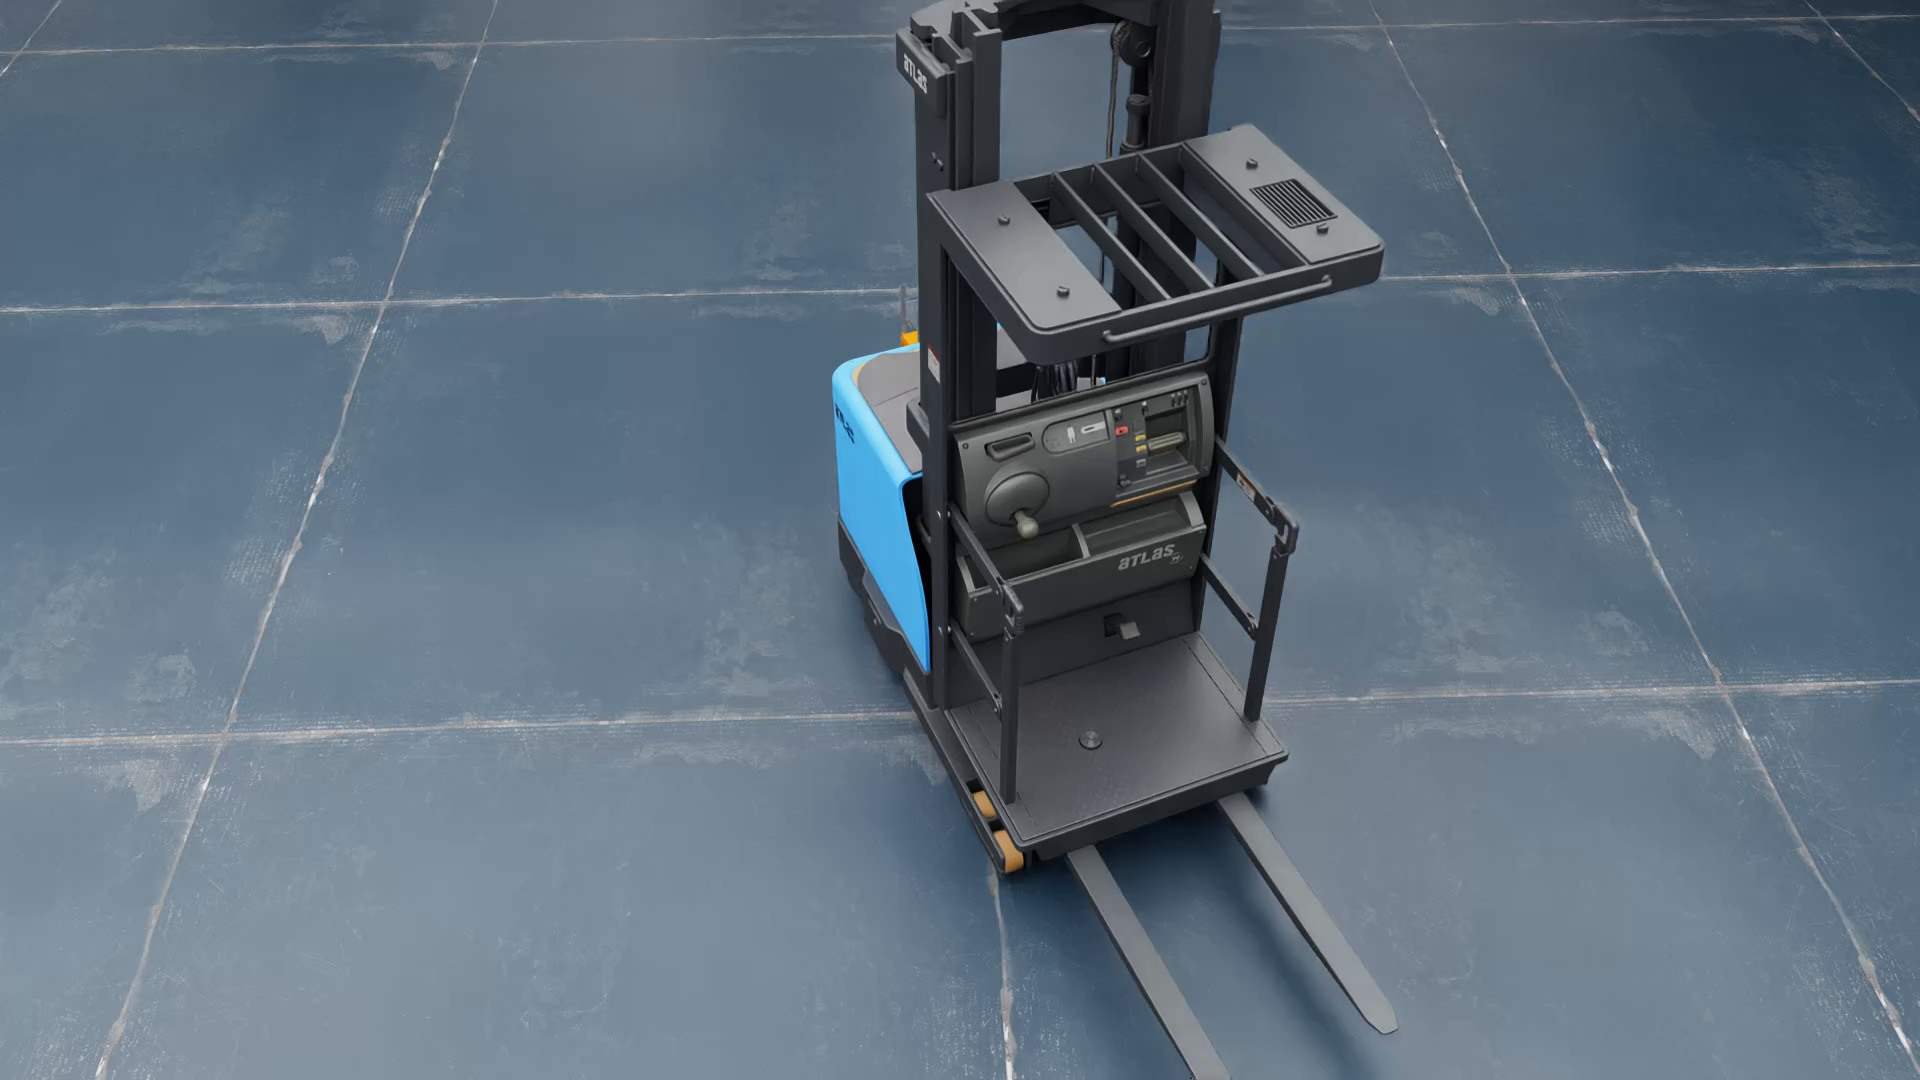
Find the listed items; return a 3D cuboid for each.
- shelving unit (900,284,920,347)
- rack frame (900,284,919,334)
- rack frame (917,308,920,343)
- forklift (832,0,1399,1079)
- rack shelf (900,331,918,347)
[{"bbox_3d":[-0.096,-0.567,7.130,0.258,1.200,0.189,-16,45,-17],"label":"shelving unit"},{"bbox_3d":[-0.132,-0.624,7.192,0.240,1.200,0.006,-16,45,-17],"label":"rack frame"},{"bbox_3d":[-0.061,-0.510,7.068,0.240,1.200,0.006,-16,45,-17],"label":"rack frame"},{"bbox_3d":[0.518,-0.197,5.446,1.130,2.935,3.031,-16,45,-17],"label":"forklift"},{"bbox_3d":[-0.096,-0.799,6.917,0.258,0.103,0.180,-16,45,-17],"label":"rack shelf"}]
